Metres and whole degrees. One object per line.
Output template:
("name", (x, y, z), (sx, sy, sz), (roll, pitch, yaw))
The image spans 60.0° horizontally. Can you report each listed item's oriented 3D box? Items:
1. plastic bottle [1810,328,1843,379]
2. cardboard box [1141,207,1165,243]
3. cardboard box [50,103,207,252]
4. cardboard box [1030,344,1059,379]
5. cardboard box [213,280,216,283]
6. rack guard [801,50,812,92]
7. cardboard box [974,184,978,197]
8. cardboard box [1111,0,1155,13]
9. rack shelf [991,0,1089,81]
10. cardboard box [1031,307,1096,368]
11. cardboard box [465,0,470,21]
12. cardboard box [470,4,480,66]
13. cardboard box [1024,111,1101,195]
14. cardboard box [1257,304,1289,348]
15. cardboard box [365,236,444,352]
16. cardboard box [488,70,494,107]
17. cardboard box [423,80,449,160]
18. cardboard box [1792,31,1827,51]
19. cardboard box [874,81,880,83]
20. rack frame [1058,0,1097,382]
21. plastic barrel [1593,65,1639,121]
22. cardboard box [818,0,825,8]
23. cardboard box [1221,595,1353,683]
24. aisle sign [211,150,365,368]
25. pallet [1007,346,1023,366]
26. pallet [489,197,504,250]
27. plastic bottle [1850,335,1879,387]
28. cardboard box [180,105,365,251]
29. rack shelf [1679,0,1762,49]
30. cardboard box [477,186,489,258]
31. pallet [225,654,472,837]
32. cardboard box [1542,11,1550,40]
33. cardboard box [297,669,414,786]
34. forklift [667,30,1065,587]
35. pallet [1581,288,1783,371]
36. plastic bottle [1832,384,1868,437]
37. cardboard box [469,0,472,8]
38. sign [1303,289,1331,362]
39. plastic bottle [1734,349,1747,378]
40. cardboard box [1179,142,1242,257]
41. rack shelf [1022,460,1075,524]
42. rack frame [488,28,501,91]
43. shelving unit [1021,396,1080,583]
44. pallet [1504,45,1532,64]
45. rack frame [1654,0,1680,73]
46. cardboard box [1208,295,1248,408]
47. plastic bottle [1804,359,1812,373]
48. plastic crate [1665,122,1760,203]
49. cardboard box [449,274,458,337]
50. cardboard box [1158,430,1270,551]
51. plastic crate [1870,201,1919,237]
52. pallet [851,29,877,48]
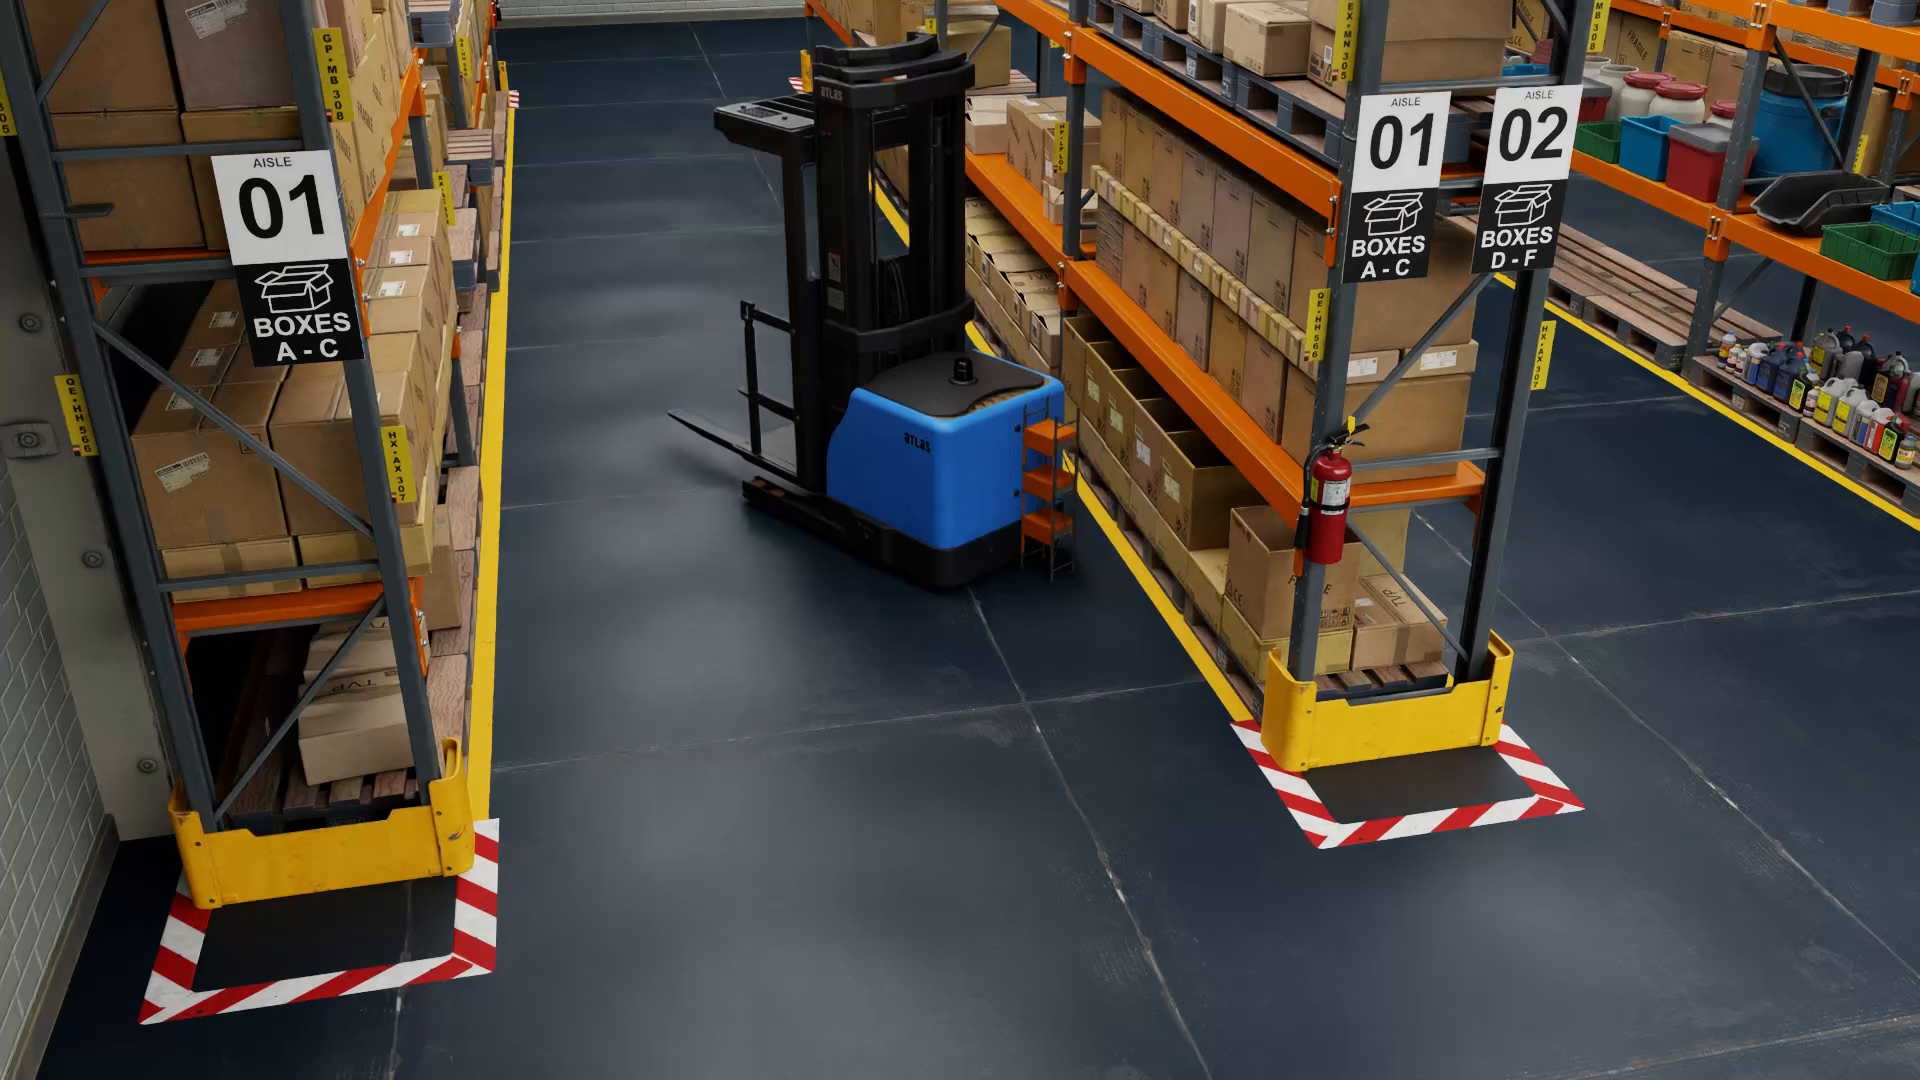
("plastic bottle", (6.295, -1.361, 12.070), (0.144, 0.351, 0.185), (-6, 27, -12))
("cardboard box", (1.286, -1.862, 9.780), (0.380, 0.149, 0.250), (-7, 28, -13))
("cardboard box", (-3.081, -1.404, 6.240), (0.500, 0.500, 0.500), (-4, 27, -8))
("cardboard box", (0.807, -1.227, 11.937), (0.500, 0.250, 0.500), (-6, 27, -12))
("cardboard box", (-3.520, -1.212, 8.634), (0.500, 0.500, 0.500), (-5, 27, -10))
("rack guard", (-1.504, -6.233, 22.044), (1.175, 0.500, 0.348), (-6, 27, -12))
("cardboard box", (0.334, -3.409, 15.961), (0.500, 0.500, 0.500), (-7, 28, -13))
("cardboard box", (1.162, -3.179, 9.367), (0.500, 0.311, 0.500), (-7, 28, -14))
("rack shelf", (0.733, -4.010, 12.335), (1.077, 0.370, 4.000), (-6, 27, -12))
("cardboard box", (0.813, -1.473, 11.803), (0.500, 0.311, 0.500), (-6, 27, -12))
("cardboard box", (-4.870, -5.014, 15.560), (0.500, 0.250, 0.500), (-5, 27, -11))
("cardboard box", (-4.971, -4.908, 16.181), (0.500, 0.500, 0.500), (-6, 27, -11))
("cardboard box", (0.794, -2.949, 12.652), (0.500, 0.500, 0.500), (-6, 27, -12))
("cardboard box", (1.695, -1.068, 8.206), (0.380, 0.149, 0.250), (-6, 27, -12))
("cardboard box", (-3.013, -1.269, 8.748), (0.500, 0.500, 0.500), (-7, 28, -13))
("cardboard box", (-5.865, -5.212, 19.554), (0.700, 0.500, 0.500), (-7, 28, -13))
("cardboard box", (-4.276, -3.159, 12.580), (0.700, 0.500, 0.500), (-9, 28, -16))
("cardboard box", (9.355, -5.558, 17.821), (0.500, 0.500, 0.500), (-7, 28, -13))
("cardboard box", (-1.024, -4.928, 18.970), (0.500, 0.500, 0.500), (-6, 27, -12))
("rack frame", (1.183, -2.114, 11.110), (1.000, 3.000, 0.127), (-6, 27, -12))
("plastic barrel", (5.643, -3.807, 14.339), (0.421, 0.512, 0.421), (0, 27, 0))
("cardboard box", (-1.446, -6.759, 20.201), (0.500, 0.500, 0.500), (-6, 27, -12))
("cardboard box", (1.676, 0.476, 8.563), (0.500, 0.250, 0.500), (-6, 27, -12))
("aisle sign", (-2.432, -1.013, 6.043), (0.394, 0.787, 0.004), (-6, 27, -12))
("pallet", (0.979, -1.189, 12.371), (1.003, 0.211, 1.213), (-6, 27, -12))
("pallet", (-4.919, -3.009, 15.977), (1.003, 0.211, 1.213), (-6, 27, -12))
("plastic bottle", (6.479, -1.292, 11.932), (0.144, 0.351, 0.185), (-7, 28, -14))
("cardboard box", (-2.573, -1.418, 6.269), (0.500, 0.500, 0.500), (-5, 27, -10))
("rack shelf", (5.559, -4.511, 13.329), (1.077, 0.370, 4.000), (-6, 27, -12))
("cardboard box", (-4.582, -2.929, 14.645), (0.750, 0.750, 0.750), (-6, 27, -12))
("pallet", (-2.907, 0.998, 8.039), (1.003, 0.211, 1.213), (-6, 27, -12))
("cardboard box", (8.558, -6.953, 22.589), (0.875, 0.875, 0.875), (-6, 27, -12))
("cardboard box", (-2.809, 0.838, 7.757), (0.500, 0.311, 0.500), (-9, 28, -17))
("forklift", (-0.749, -1.610, 10.187), (1.130, 2.935, 3.031), (-23, 35, -38))
("pallet", (5.795, -1.711, 13.407), (1.003, 0.211, 1.213), (-6, 27, -12))
("plastic bottle", (5.968, -0.882, 11.120), (0.144, 0.351, 0.185), (-5, 27, -9))
("cardboard box", (-4.985, -5.238, 16.004), (0.500, 0.250, 0.500), (-5, 27, -10))
("sign", (1.553, -0.932, 7.219), (0.100, 0.325, 0.005), (-6, 27, -12))
("plastic bottle", (5.701, -1.289, 12.092), (0.097, 0.201, 0.097), (0, 27, 0))
("cardboard box", (1.629, -1.883, 9.101), (0.700, 0.500, 0.500), (-6, 27, -12))
("rack shelf", (0.520, -0.280, 9.663), (0.215, 0.259, 0.240), (-23, 35, -38))
("rack frame", (-6.347, -6.878, 20.547), (1.000, 3.000, 0.127), (-6, 27, -12))
("shelving unit", (0.520, -0.290, 9.659), (0.215, 1.050, 0.252), (-23, 35, -38))
("pallet", (8.388, -6.799, 23.485), (1.003, 0.211, 1.213), (-6, 27, -12))
("rack frame", (9.033, -6.631, 20.058), (1.000, 3.000, 0.127), (-6, 27, -12))
("cardboard box", (1.763, -1.058, 8.906), (0.700, 0.500, 0.500), (-6, 27, -11))
("plastic bottle", (5.938, -1.146, 11.731), (0.097, 0.271, 0.097), (0, 27, 0))
("plastic crate", (5.603, -2.826, 12.448), (0.402, 0.464, 0.583), (-6, 27, -12))
("cardboard box", (-3.240, -1.374, 9.788), (0.500, 0.250, 0.500), (-6, 27, -11))
("cardboard box", (1.434, -0.296, 9.260), (0.500, 0.500, 0.500), (-6, 27, -12))
("plastic crate", (6.524, -2.091, 11.229), (0.499, 0.251, 0.616), (-6, 27, -12))
("pallet", (-0.546, -5.179, 17.394), (1.003, 0.211, 1.213), (-6, 27, -12))
